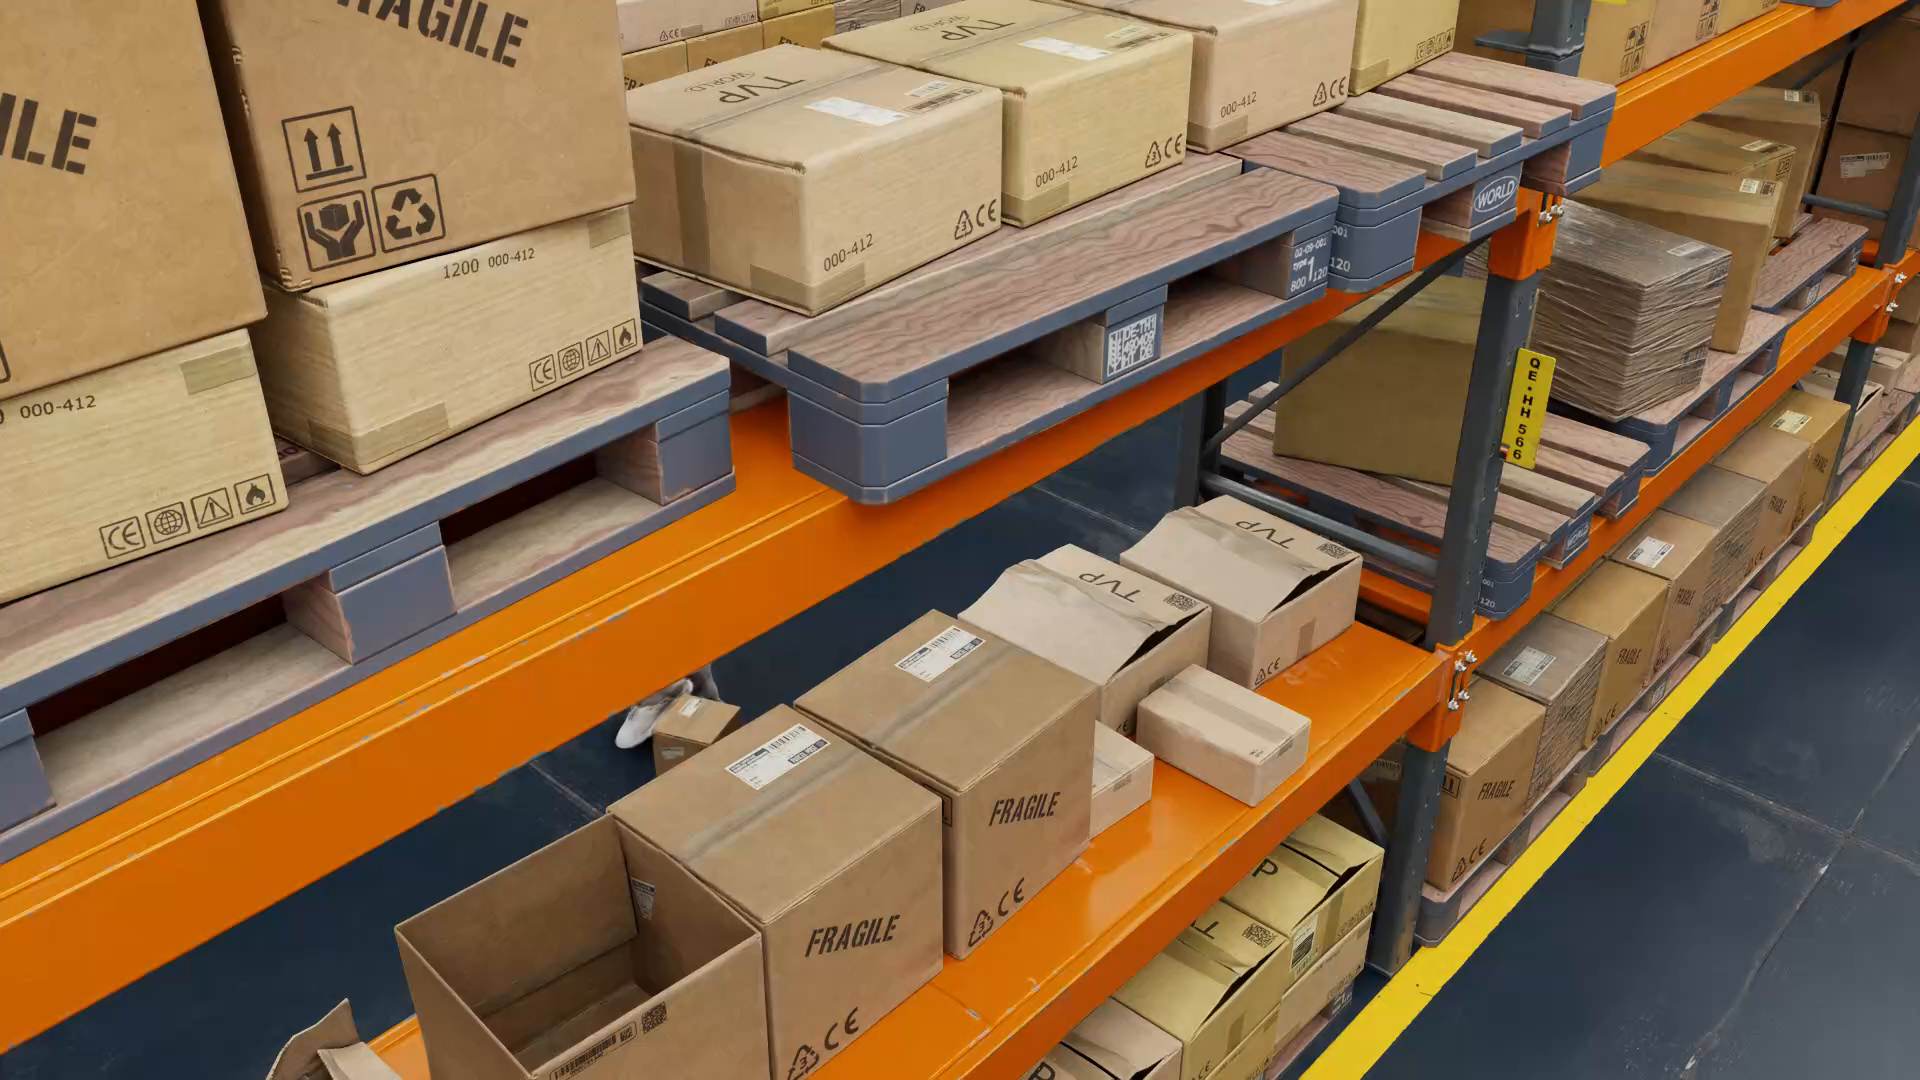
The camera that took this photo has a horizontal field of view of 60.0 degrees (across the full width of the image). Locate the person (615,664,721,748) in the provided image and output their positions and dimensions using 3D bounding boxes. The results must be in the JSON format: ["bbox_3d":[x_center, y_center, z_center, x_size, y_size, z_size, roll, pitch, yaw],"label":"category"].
[{"bbox_3d":[-1.229,-0.068,6.219,0.551,1.762,0.616,-1,31,-2],"label":"person"}]
